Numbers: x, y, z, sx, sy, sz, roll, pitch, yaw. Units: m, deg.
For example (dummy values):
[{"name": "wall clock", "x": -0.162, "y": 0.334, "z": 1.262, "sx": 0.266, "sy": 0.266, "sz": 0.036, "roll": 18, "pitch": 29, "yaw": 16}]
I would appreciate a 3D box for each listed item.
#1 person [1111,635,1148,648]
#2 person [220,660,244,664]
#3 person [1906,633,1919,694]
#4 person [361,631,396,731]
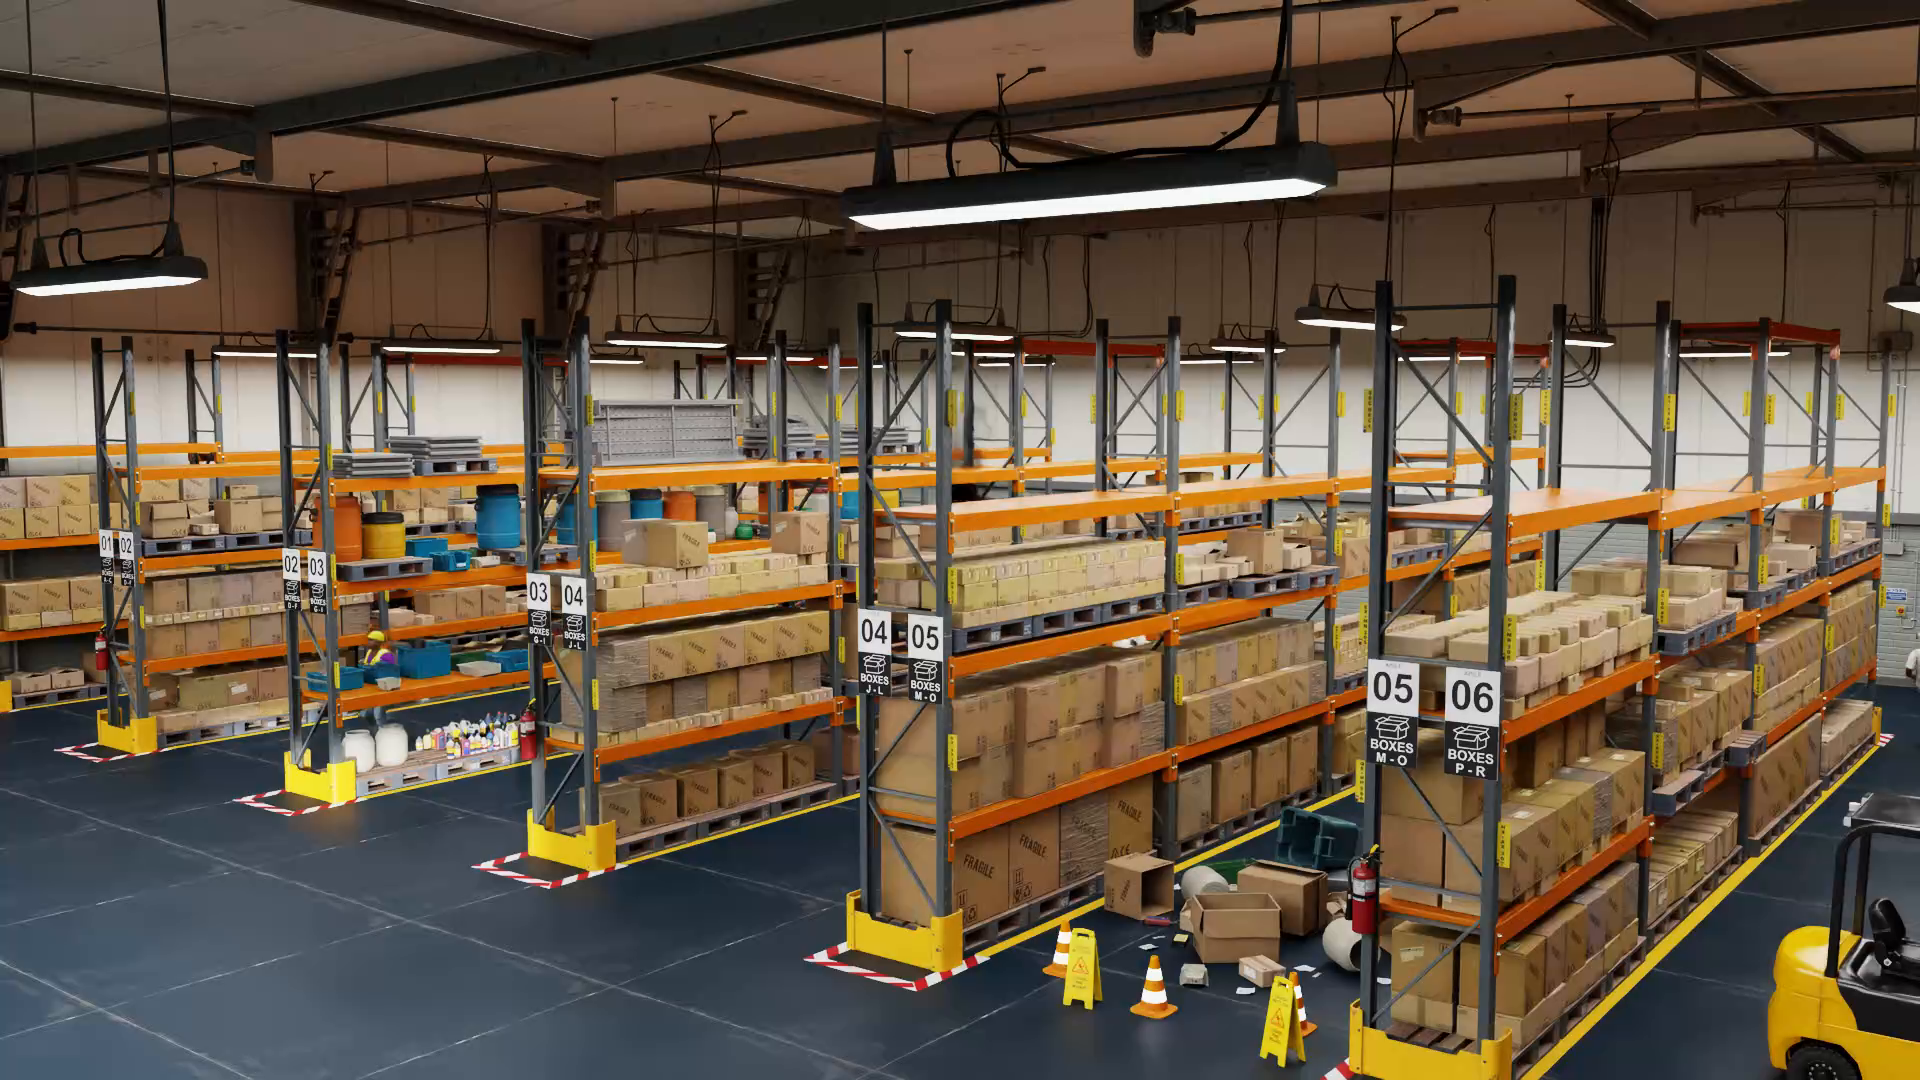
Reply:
[{"name": "person", "x": 2.440, "y": 1.916, "z": 24.115, "sx": 0.665, "sy": 1.756, "sz": 0.603, "roll": 3, "pitch": 6, "yaw": 32}, {"name": "person", "x": -12.211, "y": 1.826, "z": 28.017, "sx": 0.665, "sy": 1.768, "sz": 0.981, "roll": 3, "pitch": 6, "yaw": 27}, {"name": "person", "x": 14.373, "y": 2.174, "z": 24.664, "sx": 0.689, "sy": 1.728, "sz": 0.574, "roll": 1, "pitch": 5, "yaw": 6}, {"name": "person", "x": -8.521, "y": 2.189, "z": 24.309, "sx": 0.682, "sy": 1.729, "sz": 0.599, "roll": 3, "pitch": 6, "yaw": 29}]
